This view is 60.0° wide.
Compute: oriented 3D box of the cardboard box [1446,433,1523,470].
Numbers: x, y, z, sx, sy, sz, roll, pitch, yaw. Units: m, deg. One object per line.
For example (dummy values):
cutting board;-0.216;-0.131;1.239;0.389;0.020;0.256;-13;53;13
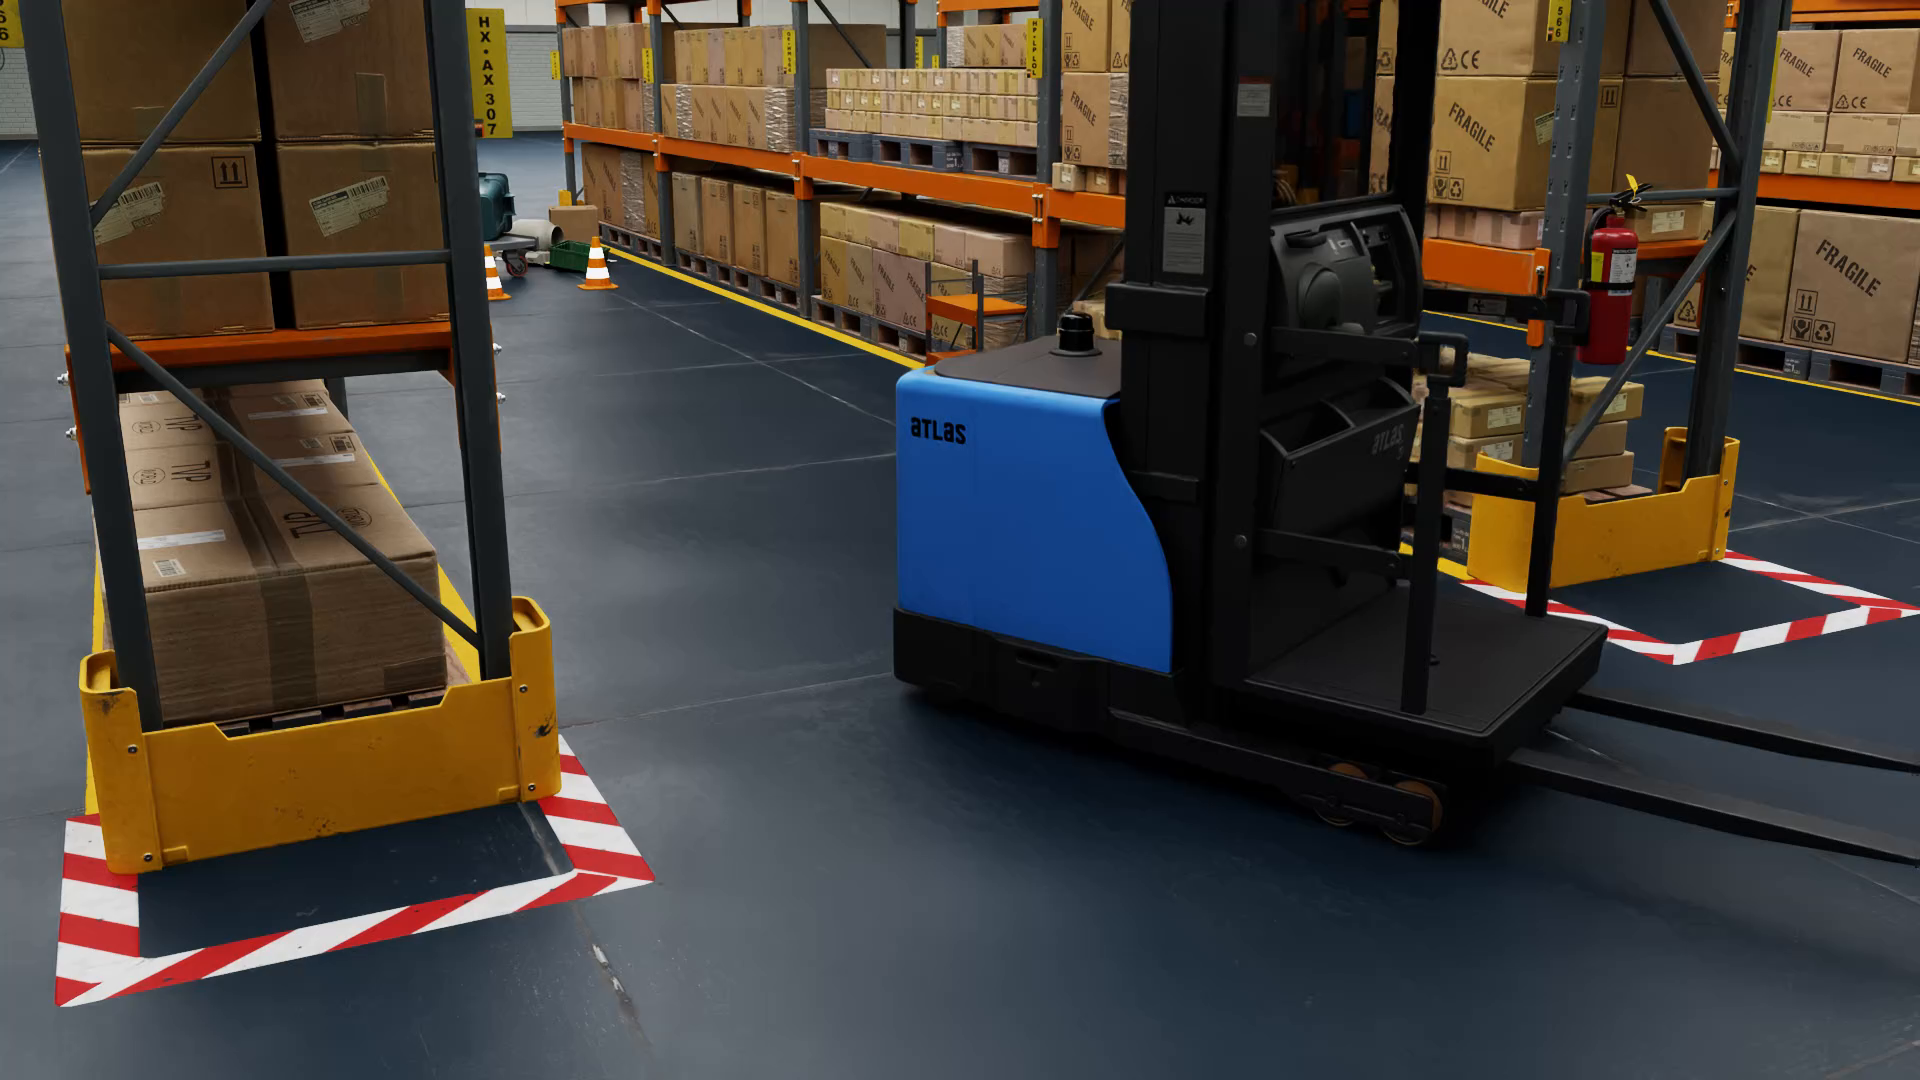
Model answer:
cardboard box;2.187;-0.390;7.040;0.380;0.149;0.250;-8;18;-26

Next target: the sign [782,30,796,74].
sign;-1.327;-3.792;12.926;0.100;0.325;0.005;-8;18;-25

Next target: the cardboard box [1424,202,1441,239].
cardboard box;2.079;-1.372;7.049;0.380;0.149;0.250;-8;18;-25

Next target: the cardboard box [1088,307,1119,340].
cardboard box;0.954;-1.243;9.472;0.380;0.149;0.250;-7;17;-22

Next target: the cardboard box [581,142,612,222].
cardboard box;-3.978;-4.307;19.912;0.875;0.875;0.875;-8;18;-25

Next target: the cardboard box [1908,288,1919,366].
cardboard box;6.427;-1.449;9.952;0.875;0.875;0.875;-8;18;-25

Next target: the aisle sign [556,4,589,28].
aisle sign;-4.635;-6.518;19.812;0.394;0.787;0.004;-8;18;-25

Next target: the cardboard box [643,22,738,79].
cardboard box;-2.713;-4.982;16.943;0.875;0.550;0.550;-8;18;-25

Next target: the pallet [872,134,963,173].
pallet;0.074;-2.725;11.656;1.003;0.211;1.213;-8;18;-25

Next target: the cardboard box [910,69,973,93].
cardboard box;-0.118;-3.144;11.384;0.380;0.149;0.250;-8;18;-26

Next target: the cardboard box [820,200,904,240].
cardboard box;-0.745;-2.464;12.808;0.500;0.250;0.500;-9;18;-27

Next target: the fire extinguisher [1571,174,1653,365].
fire extinguisher;2.370;-0.985;6.060;0.296;0.674;0.183;-8;18;-25

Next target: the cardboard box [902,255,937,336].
cardboard box;-0.074;-1.720;11.575;0.500;0.500;0.500;-8;18;-26

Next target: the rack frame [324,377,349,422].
rack frame;-3.483;-1.688;7.695;1.000;3.000;0.127;-8;18;-25

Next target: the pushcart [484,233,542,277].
pushcart;-4.960;-2.699;15.972;0.936;0.377;1.648;15;22;42

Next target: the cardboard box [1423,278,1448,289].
cardboard box;4.340;-2.662;14.181;1.225;0.875;0.875;-8;18;-25

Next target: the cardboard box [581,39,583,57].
cardboard box;-3.883;-5.656;19.292;0.875;0.550;0.550;-8;18;-25

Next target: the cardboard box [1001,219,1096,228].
cardboard box;0.601;-2.019;11.259;0.500;0.250;0.500;-7;17;-23

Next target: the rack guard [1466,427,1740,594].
rack guard;2.642;-0.137;6.821;1.175;0.500;0.348;-8;18;-25

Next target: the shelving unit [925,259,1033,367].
shelving unit;0.073;-0.536;6.942;0.258;1.200;0.503;-8;18;-25

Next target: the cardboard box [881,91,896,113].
cardboard box;-0.339;-3.126;11.860;0.380;0.149;0.250;-8;18;-25

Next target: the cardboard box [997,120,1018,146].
cardboard box;0.456;-2.531;10.327;0.380;0.149;0.250;-8;18;-25

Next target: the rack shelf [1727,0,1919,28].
rack shelf;11.704;-6.665;20.906;1.077;0.370;4.000;-8;18;-25

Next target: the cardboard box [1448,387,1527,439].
cardboard box;2.215;-0.538;7.014;0.380;0.149;0.250;-7;18;-24

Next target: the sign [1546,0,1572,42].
sign;2.167;-1.966;5.991;0.100;0.325;0.005;-8;18;-25

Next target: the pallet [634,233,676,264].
pallet;-2.845;-3.153;17.854;1.003;0.211;1.213;-8;18;-25

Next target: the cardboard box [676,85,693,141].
cardboard box;-2.372;-4.055;15.761;0.500;0.500;0.500;-7;18;-24

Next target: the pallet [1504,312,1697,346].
pallet;5.020;-1.727;12.887;1.003;0.211;1.213;-8;18;-25

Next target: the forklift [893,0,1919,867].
forklift;1.270;-0.763;4.596;3.031;2.935;1.130;12;20;35

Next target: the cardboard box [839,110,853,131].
cardboard box;-0.698;-3.182;12.596;0.380;0.149;0.250;-7;17;-22

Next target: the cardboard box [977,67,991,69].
cardboard box;0.711;-5.803;21.313;0.875;0.500;0.500;-8;18;-25

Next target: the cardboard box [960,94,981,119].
cardboard box;0.224;-2.804;10.740;0.380;0.149;0.250;-8;18;-27

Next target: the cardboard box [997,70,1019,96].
cardboard box;0.453;-2.821;10.258;0.380;0.149;0.250;-8;18;-27

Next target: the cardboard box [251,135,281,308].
cardboard box;-1.930;-1.020;5.186;0.500;0.500;0.500;-8;18;-26

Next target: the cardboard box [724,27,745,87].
cardboard box;-1.691;-4.323;14.883;0.700;0.500;0.500;-8;18;-25

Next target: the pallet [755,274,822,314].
pallet;-1.108;-2.167;14.420;1.003;0.211;1.213;-8;18;-25

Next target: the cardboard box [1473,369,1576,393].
cardboard box;2.522;-0.662;7.447;0.380;0.149;0.250;-7;18;-24

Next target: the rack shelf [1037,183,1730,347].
rack shelf;1.799;-1.470;8.238;1.077;0.370;4.000;-8;18;-25

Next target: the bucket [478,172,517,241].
bucket;-4.714;-3.207;16.168;0.726;0.611;0.620;-2;26;-6

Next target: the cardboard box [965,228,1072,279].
cardboard box;0.369;-1.826;10.587;0.500;0.250;0.500;-8;18;-26

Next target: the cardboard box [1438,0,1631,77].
cardboard box;2.251;-2.074;6.508;0.500;0.500;0.500;-8;18;-26

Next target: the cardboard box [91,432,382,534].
cardboard box;-2.518;-0.044;5.849;0.875;0.438;0.875;-7;17;-23

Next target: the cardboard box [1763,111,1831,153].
cardboard box;5.609;-2.684;10.899;0.500;0.250;0.500;-8;18;-25

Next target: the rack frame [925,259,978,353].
rack frame;-0.034;-0.596;7.153;0.240;1.200;0.015;-8;18;-25

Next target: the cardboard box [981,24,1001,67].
cardboard box;0.597;-6.115;20.587;0.500;0.500;0.500;-8;18;-25

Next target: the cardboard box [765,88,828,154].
cardboard box;-1.269;-3.430;13.585;0.500;0.500;0.500;-8;18;-25

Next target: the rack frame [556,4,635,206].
rack frame;-4.335;-5.287;20.235;1.000;3.000;0.127;-8;18;-25

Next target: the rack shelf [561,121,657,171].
rack shelf;-3.459;-4.445;18.606;1.077;0.370;4.000;-8;18;-25

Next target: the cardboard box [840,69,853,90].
cardboard box;-0.682;-3.466;12.505;0.380;0.149;0.250;-8;18;-26

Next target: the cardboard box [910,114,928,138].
cardboard box;-0.120;-2.856;11.458;0.380;0.149;0.250;-8;18;-27

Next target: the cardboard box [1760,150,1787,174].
cardboard box;5.487;-2.521;11.052;0.380;0.149;0.250;-7;17;-23

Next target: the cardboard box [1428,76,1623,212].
cardboard box;2.247;-1.591;6.635;0.500;0.500;0.500;-7;18;-24

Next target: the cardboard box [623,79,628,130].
cardboard box;-3.147;-4.739;18.054;0.875;0.550;0.550;-8;18;-25
